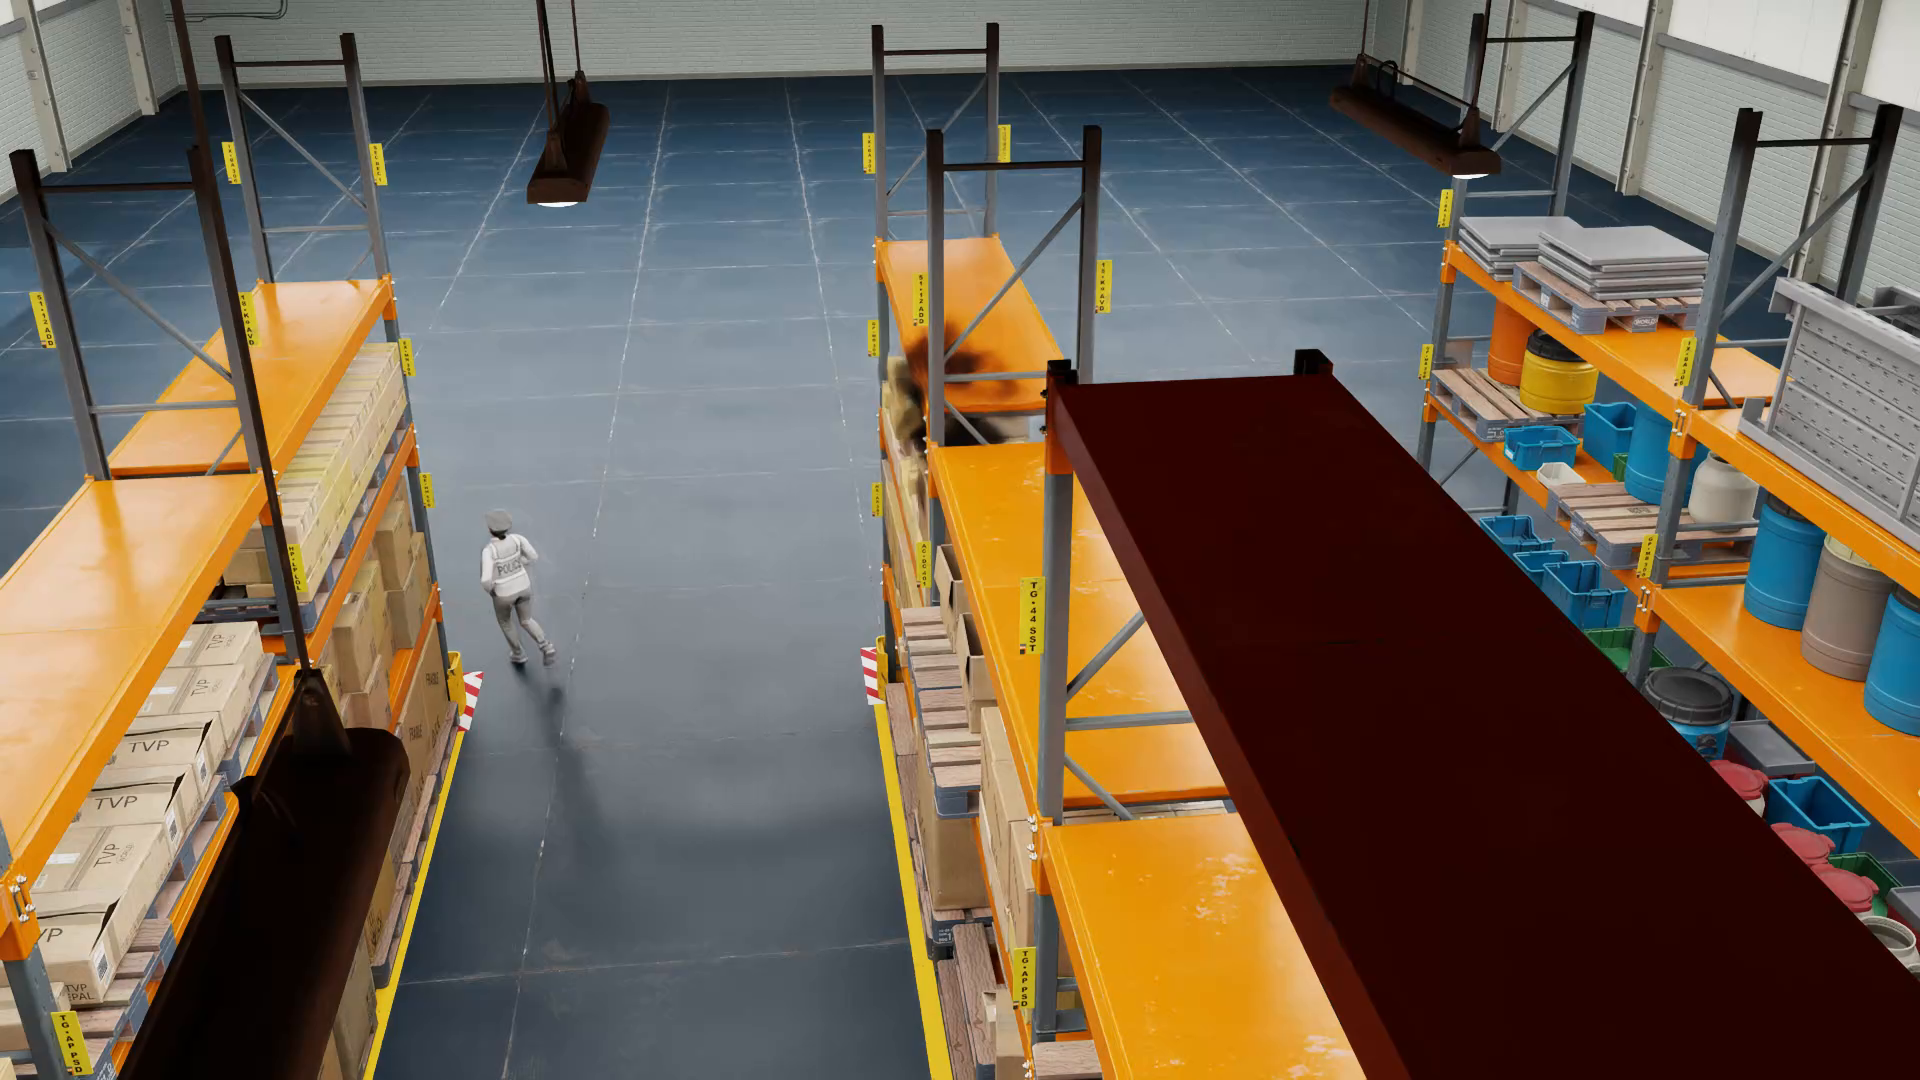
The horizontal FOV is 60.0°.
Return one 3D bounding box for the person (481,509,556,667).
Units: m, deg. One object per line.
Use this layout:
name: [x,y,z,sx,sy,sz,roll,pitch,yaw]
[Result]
person: [-4.197,0.499,15.546,0.634,1.689,0.703,-21,33,-37]
